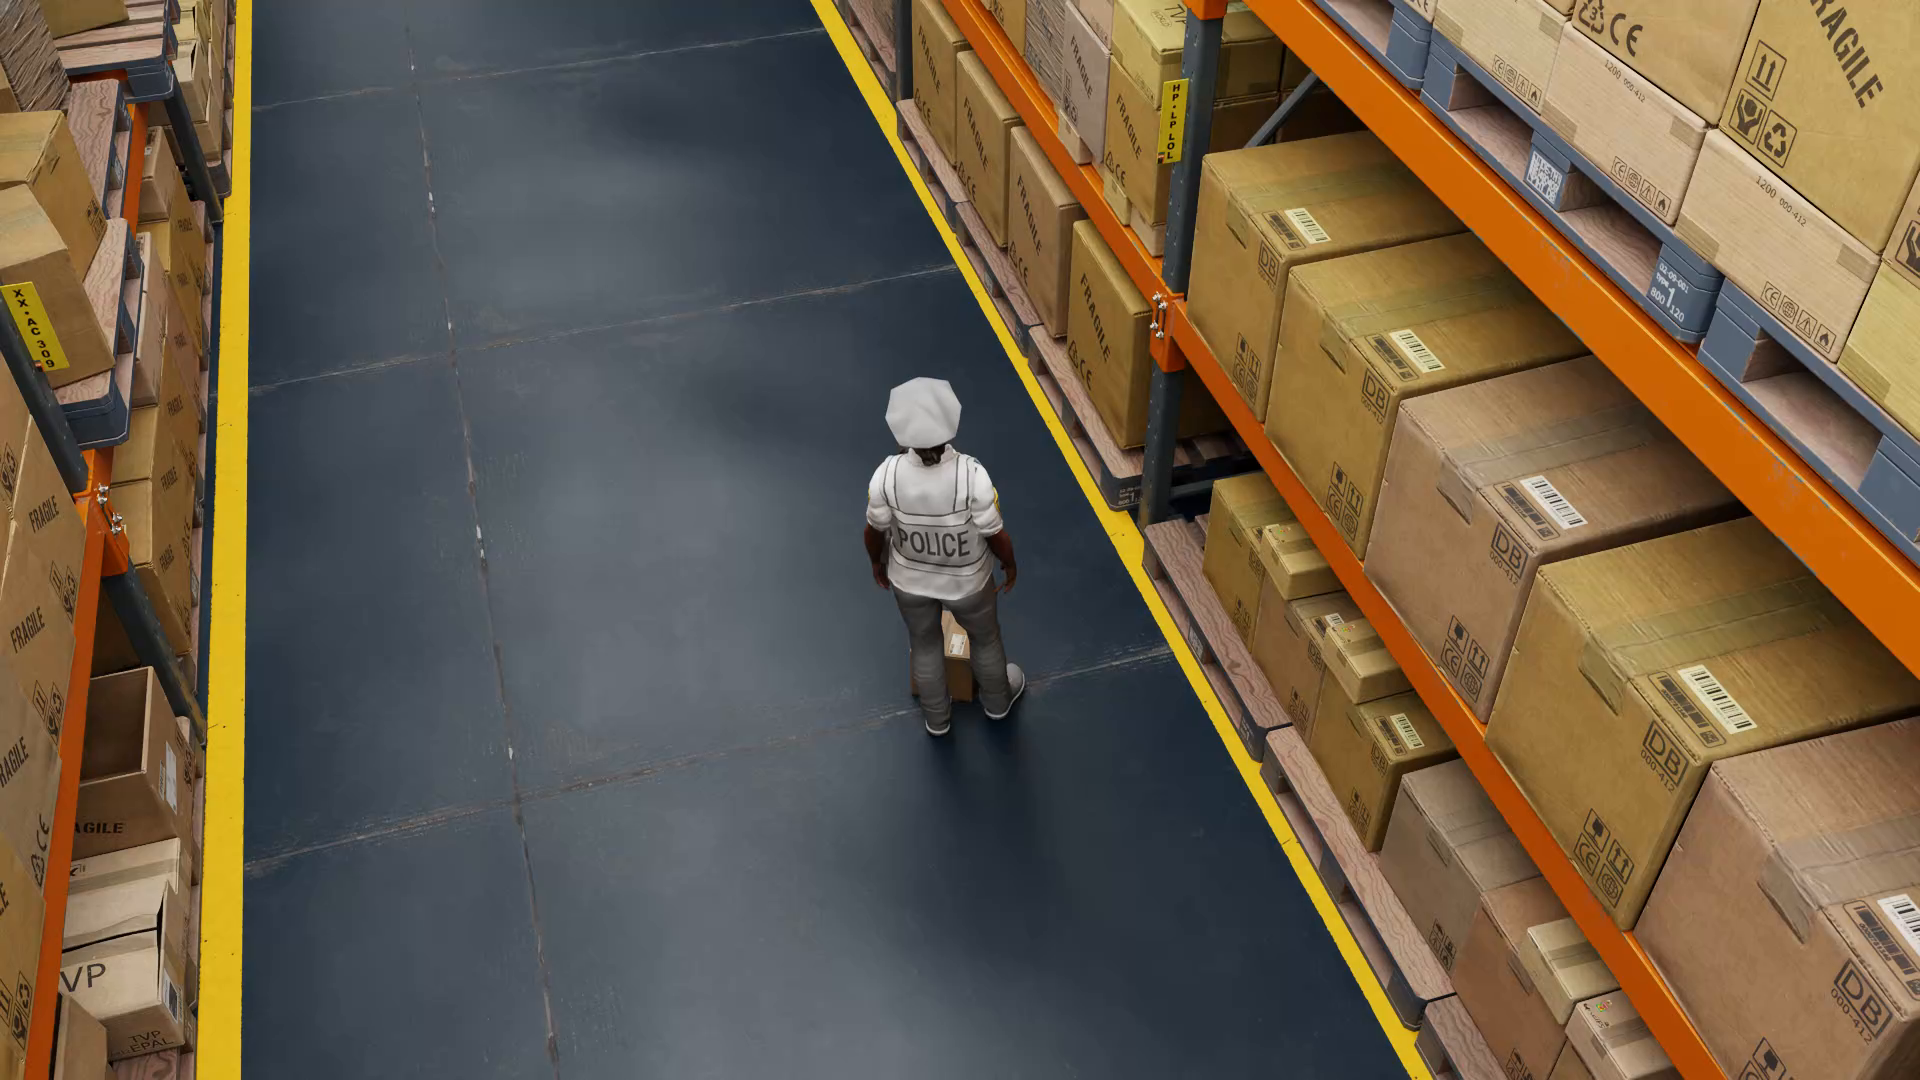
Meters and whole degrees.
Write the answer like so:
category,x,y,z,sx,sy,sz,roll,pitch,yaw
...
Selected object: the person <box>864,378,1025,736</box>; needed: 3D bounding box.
category,x,y,z,sx,sy,sz,roll,pitch,yaw
person,-0.046,0.063,6.053,0.570,1.695,0.529,5,43,6
